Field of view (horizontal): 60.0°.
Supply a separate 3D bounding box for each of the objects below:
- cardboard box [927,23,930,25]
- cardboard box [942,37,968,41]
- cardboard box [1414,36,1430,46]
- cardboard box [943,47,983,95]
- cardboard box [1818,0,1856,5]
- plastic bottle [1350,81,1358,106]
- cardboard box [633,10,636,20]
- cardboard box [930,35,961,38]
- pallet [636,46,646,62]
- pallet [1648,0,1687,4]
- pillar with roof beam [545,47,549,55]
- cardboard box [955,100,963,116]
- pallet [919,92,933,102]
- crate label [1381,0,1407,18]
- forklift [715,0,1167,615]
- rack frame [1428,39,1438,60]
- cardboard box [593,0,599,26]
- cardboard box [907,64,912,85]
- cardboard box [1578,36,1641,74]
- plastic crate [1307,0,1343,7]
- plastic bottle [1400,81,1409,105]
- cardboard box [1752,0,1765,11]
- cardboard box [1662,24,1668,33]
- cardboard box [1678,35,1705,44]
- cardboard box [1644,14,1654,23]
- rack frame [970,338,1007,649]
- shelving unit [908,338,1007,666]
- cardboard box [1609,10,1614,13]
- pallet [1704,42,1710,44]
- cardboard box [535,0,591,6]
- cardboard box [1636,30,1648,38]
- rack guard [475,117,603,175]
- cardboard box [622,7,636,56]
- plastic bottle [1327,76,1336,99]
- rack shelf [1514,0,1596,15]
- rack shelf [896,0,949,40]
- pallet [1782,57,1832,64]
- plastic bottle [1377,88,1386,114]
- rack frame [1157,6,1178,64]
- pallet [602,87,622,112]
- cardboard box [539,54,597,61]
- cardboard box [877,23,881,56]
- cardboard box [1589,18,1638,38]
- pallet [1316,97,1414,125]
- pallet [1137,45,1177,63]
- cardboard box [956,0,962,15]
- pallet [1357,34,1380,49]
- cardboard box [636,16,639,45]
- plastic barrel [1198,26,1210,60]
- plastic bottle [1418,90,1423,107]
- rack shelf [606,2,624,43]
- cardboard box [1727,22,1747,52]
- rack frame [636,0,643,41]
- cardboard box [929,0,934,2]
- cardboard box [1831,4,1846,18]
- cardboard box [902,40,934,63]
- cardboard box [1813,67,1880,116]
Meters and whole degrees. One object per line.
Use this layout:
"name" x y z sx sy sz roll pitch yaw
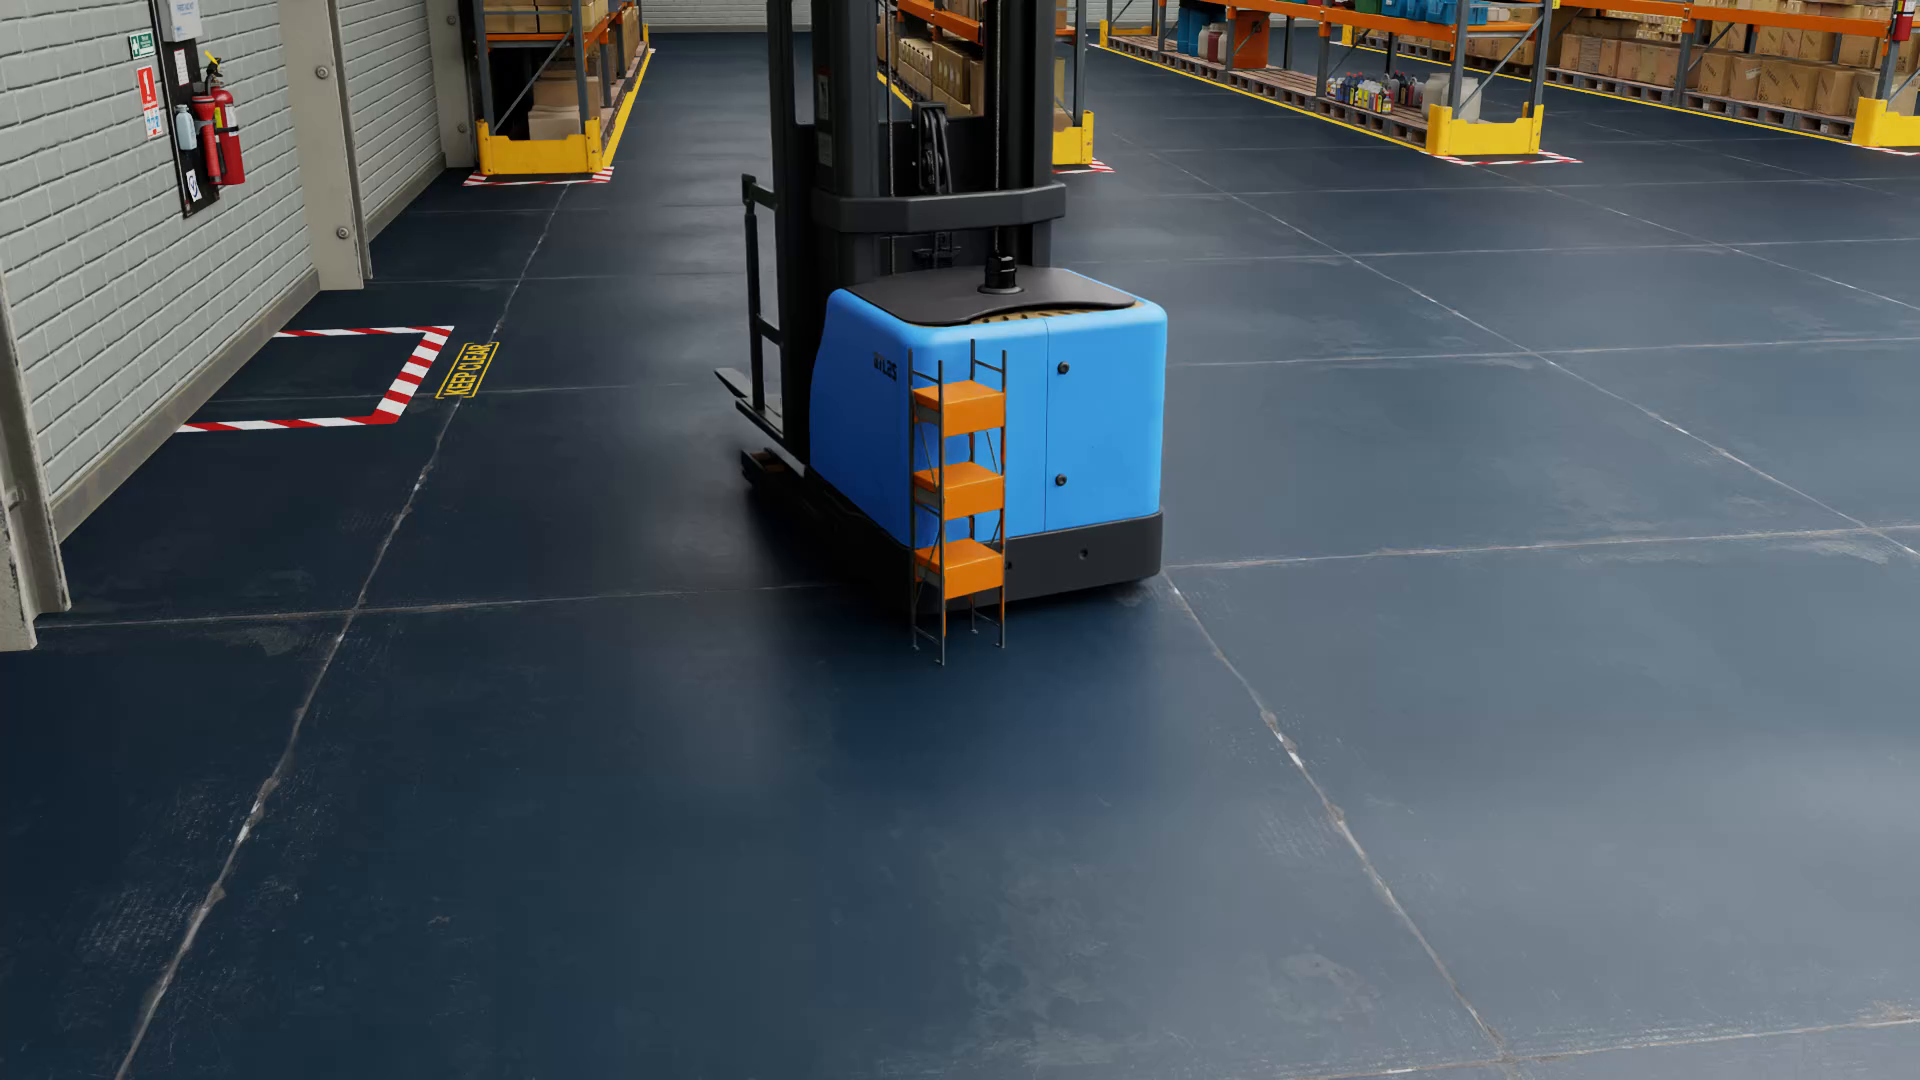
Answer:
"cardboard box" -0.615 -8.331 27.678 0.500 0.500 0.500 -3 21 -8
"cardboard box" -0.074 -7.069 23.885 0.500 0.311 0.500 -2 21 -6
"cardboard box" 8.817 -9.384 29.991 0.875 0.875 0.875 -3 21 -8
"cardboard box" 0.084 -5.420 19.197 0.500 0.500 0.500 -3 21 -8
"cardboard box" 10.320 -6.341 18.838 0.875 0.500 0.500 -3 21 -8
"plastic bottle" 4.801 -5.439 20.246 0.061 0.283 0.133 -2 21 -5
"cardboard box" -5.822 -9.103 28.847 0.380 0.149 0.250 -4 21 -9
"cardboard box" -0.176 -7.274 24.849 0.500 0.500 0.500 -2 21 -5
"pallet" -6.083 -8.585 29.400 1.003 0.211 1.213 -3 21 -8
"pallet" 10.020 -7.363 22.416 1.003 0.211 1.213 -3 21 -8
"pillar with roof beam" -2.568 -12.427 27.127 9.100 9.000 0.400 -3 21 -8
"cardboard box" 0.232 -4.722 18.402 0.500 0.250 0.500 -3 21 -8
"pallet" 0.038 -5.629 21.486 1.003 0.211 1.213 -3 21 -8
"crate label" 5.129 -6.186 18.941 0.502 0.435 0.616 -3 21 -8
"forklift" -0.311 -1.589 6.783 1.130 2.935 3.031 -9 22 -22
"rack frame" 8.833 -9.950 29.070 1.000 3.000 0.127 -3 21 -8
"cardboard box" -4.054 -5.526 17.410 0.500 0.250 0.500 -3 21 -9
"cardboard box" -0.454 -6.426 22.964 0.500 0.250 0.500 -3 21 -9
"cardboard box" 9.619 -7.178 24.592 0.700 0.500 0.500 -5 21 -12
"plastic crate" 4.713 -7.113 21.382 0.402 0.464 0.583 -3 21 -8
"plastic bottle" 5.440 -5.464 20.311 0.061 0.283 0.133 -3 21 -8
"cardboard box" 9.924 -6.542 20.303 0.380 0.149 0.250 -3 21 -8
"cardboard box" 13.349 -9.536 31.010 0.380 0.149 0.250 -3 21 -7
"cardboard box" 13.362 -9.145 30.389 0.380 0.149 0.250 -3 21 -7
"cardboard box" 13.186 -9.863 31.461 0.380 0.149 0.250 -4 21 -10
"rack frame" 0.094 -0.146 5.606 0.008 1.050 0.200 -13 24 -31
"shelving unit" -0.008 -0.122 5.544 0.252 1.050 0.215 -13 24 -31
"cardboard box" 13.077 -10.402 32.905 0.380 0.149 0.250 -3 21 -7
"pallet" 13.624 -9.090 30.752 1.003 0.211 1.213 -3 21 -8
"cardboard box" -3.913 -5.517 16.314 0.500 0.500 0.500 -3 21 -8
"cardboard box" 13.174 -9.679 31.819 0.380 0.149 0.250 -3 21 -8
"rack guard" -4.153 -3.901 16.447 1.175 0.500 0.348 -3 21 -8
"cardboard box" -5.649 -8.172 26.781 0.750 0.750 0.750 -3 21 -7
"plastic bottle" 4.697 -5.726 21.031 0.097 0.271 0.097 0 20 0
"rack shelf" 9.122 -8.921 27.342 1.077 0.370 4.000 -3 21 -8
"rack shelf" -0.105 -7.038 22.300 1.077 0.370 4.000 -3 21 -8
"pallet" 14.221 -7.745 27.151 1.003 0.211 1.213 -3 21 -8
"plastic bottle" 4.928 -5.133 19.425 0.061 0.283 0.133 -2 21 -6
"rack frame" 3.932 -9.701 28.401 1.000 3.000 0.127 -3 21 -8
"pallet" -5.011 -5.818 21.990 1.003 0.211 1.213 -3 21 -8
"cardboard box" -4.965 -5.897 21.160 0.700 0.500 0.500 -3 21 -9
"cardboard box" -1.142 -8.307 27.615 0.500 0.500 0.500 -4 21 -10
"cardboard box" 9.623 -7.538 24.484 0.500 0.250 0.500 -1 20 -2
"pallet" 5.141 -5.390 20.845 1.003 0.211 1.213 -3 21 -8
"pallet" 3.788 -8.647 29.566 1.003 0.211 1.213 -3 21 -8
"cardboard box" 0.336 -6.393 19.404 0.700 0.500 0.500 -3 21 -8
"pallet" 8.449 -9.756 32.536 1.003 0.211 1.213 -3 21 -8
"cardboard box" -6.176 -9.201 30.036 0.700 0.500 0.500 -3 21 -8
"plastic barrel" 4.089 -8.097 27.065 0.421 0.512 0.421 0 20 0
"plastic bottle" 5.601 -5.343 20.106 0.097 0.201 0.097 0 20 0
"rack shelf" -5.007 -6.786 21.627 1.077 0.370 4.000 -3 21 -8
"cardboard box" 13.678 -8.739 28.799 0.500 0.500 0.500 -2 21 -5
"rack frame" -6.448 -10.586 30.772 1.000 3.000 0.127 -3 21 -8
"cardboard box" -0.136 -7.534 22.457 0.500 0.500 0.500 -4 21 -11
"cardboard box" 10.174 -6.024 18.917 0.380 0.149 0.250 -3 21 -8
"cardboard box" -0.525 -6.861 23.327 0.500 0.311 0.500 -3 21 -9
"cardboard box" 10.370 -5.244 19.441 0.500 0.500 0.500 2 21 6
